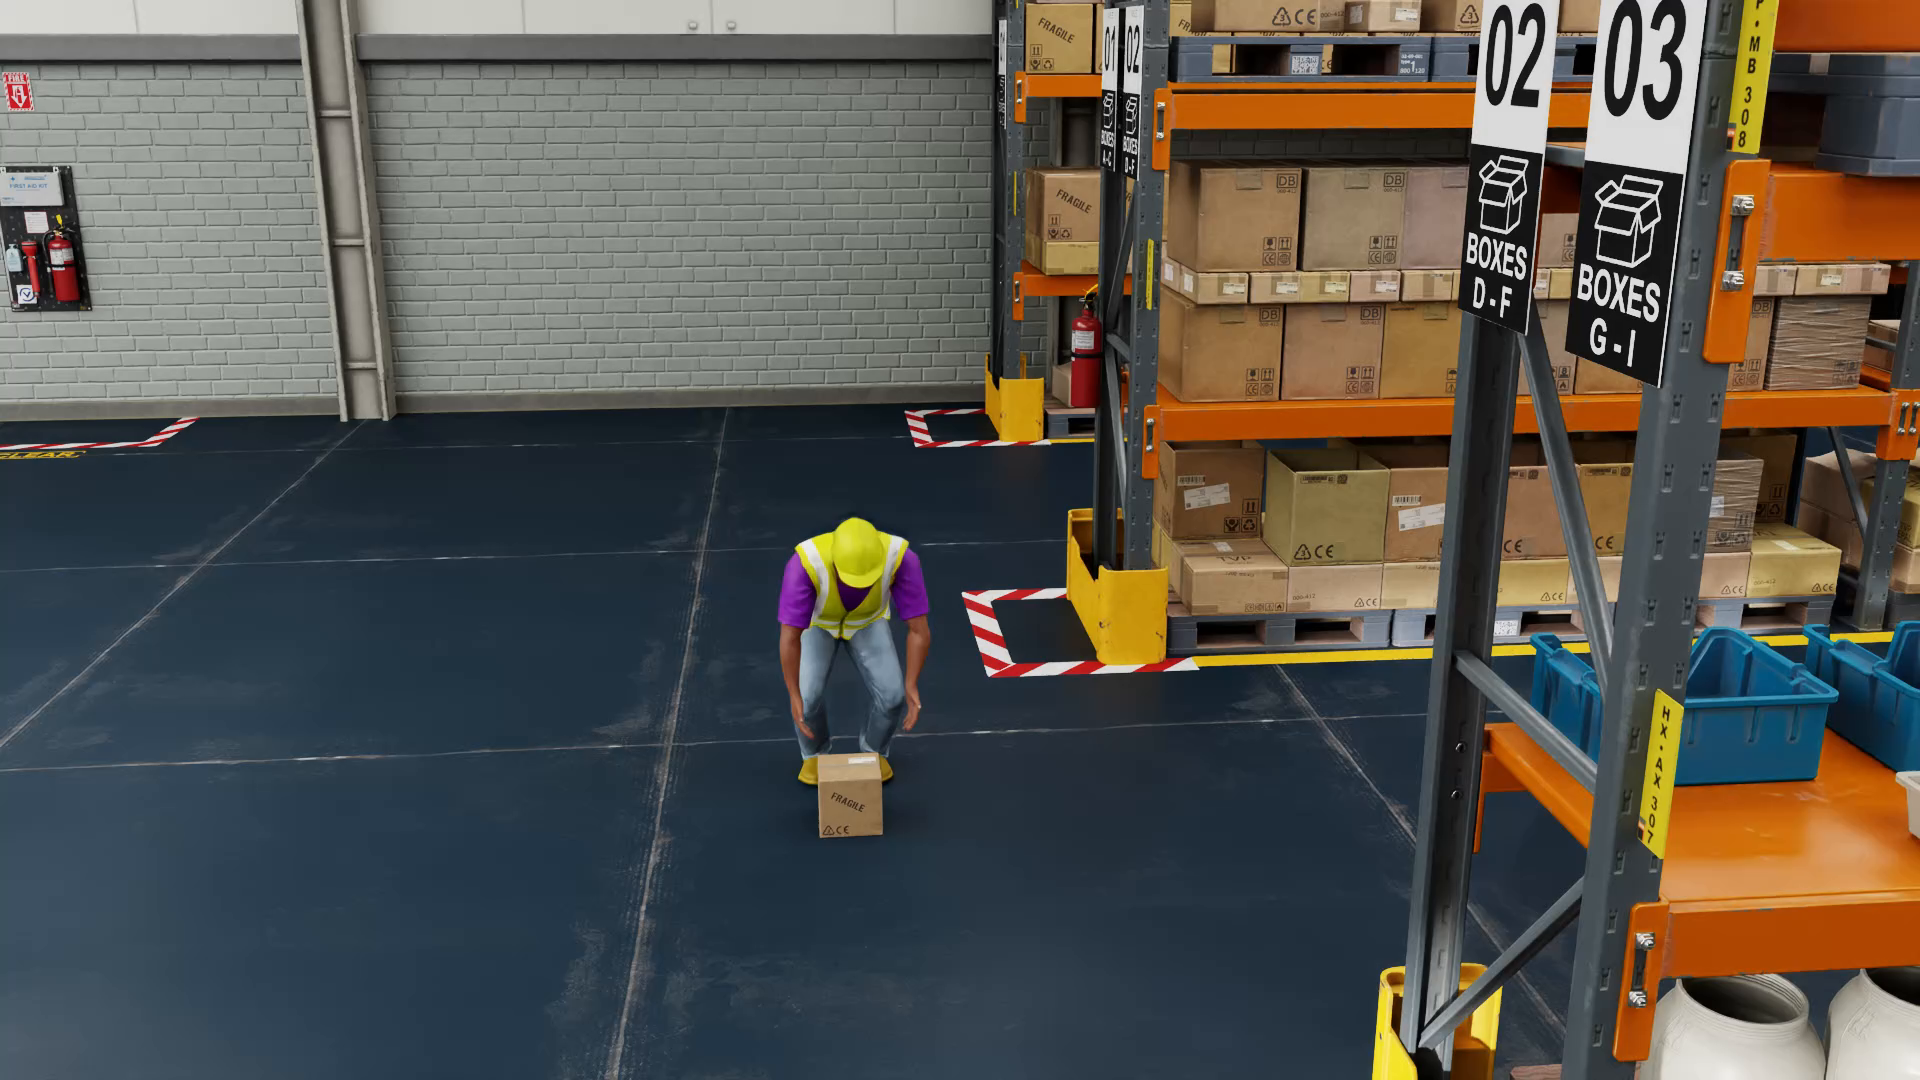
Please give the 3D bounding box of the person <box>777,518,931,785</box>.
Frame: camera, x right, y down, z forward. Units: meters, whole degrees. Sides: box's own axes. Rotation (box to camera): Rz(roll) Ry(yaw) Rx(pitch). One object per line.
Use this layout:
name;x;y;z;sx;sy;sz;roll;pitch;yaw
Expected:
person;-0.443;0.432;6.950;0.625;1.253;0.828;-2;17;-6
